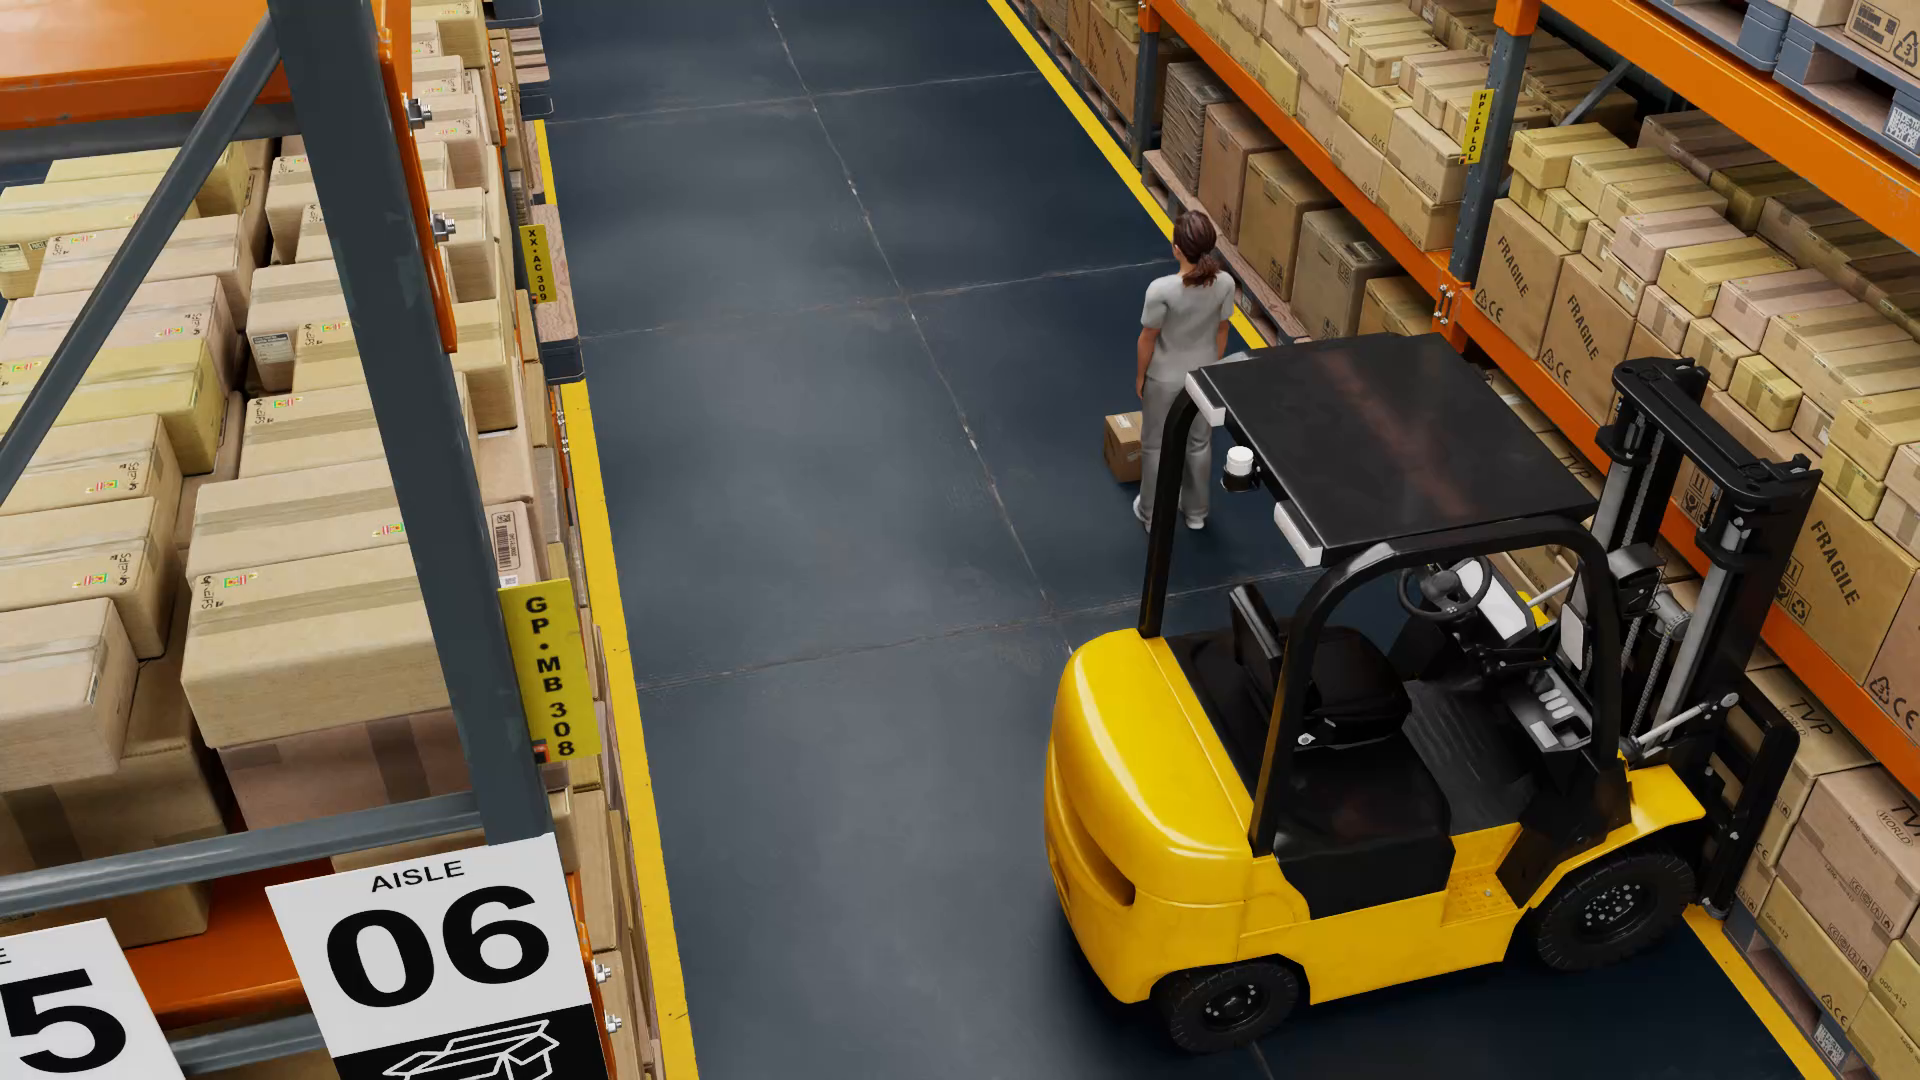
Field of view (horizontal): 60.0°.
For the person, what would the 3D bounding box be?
[{"bbox_3d":[1.010,-0.750,7.665,0.436,1.679,0.380,-9,39,-11],"label":"person"}]
